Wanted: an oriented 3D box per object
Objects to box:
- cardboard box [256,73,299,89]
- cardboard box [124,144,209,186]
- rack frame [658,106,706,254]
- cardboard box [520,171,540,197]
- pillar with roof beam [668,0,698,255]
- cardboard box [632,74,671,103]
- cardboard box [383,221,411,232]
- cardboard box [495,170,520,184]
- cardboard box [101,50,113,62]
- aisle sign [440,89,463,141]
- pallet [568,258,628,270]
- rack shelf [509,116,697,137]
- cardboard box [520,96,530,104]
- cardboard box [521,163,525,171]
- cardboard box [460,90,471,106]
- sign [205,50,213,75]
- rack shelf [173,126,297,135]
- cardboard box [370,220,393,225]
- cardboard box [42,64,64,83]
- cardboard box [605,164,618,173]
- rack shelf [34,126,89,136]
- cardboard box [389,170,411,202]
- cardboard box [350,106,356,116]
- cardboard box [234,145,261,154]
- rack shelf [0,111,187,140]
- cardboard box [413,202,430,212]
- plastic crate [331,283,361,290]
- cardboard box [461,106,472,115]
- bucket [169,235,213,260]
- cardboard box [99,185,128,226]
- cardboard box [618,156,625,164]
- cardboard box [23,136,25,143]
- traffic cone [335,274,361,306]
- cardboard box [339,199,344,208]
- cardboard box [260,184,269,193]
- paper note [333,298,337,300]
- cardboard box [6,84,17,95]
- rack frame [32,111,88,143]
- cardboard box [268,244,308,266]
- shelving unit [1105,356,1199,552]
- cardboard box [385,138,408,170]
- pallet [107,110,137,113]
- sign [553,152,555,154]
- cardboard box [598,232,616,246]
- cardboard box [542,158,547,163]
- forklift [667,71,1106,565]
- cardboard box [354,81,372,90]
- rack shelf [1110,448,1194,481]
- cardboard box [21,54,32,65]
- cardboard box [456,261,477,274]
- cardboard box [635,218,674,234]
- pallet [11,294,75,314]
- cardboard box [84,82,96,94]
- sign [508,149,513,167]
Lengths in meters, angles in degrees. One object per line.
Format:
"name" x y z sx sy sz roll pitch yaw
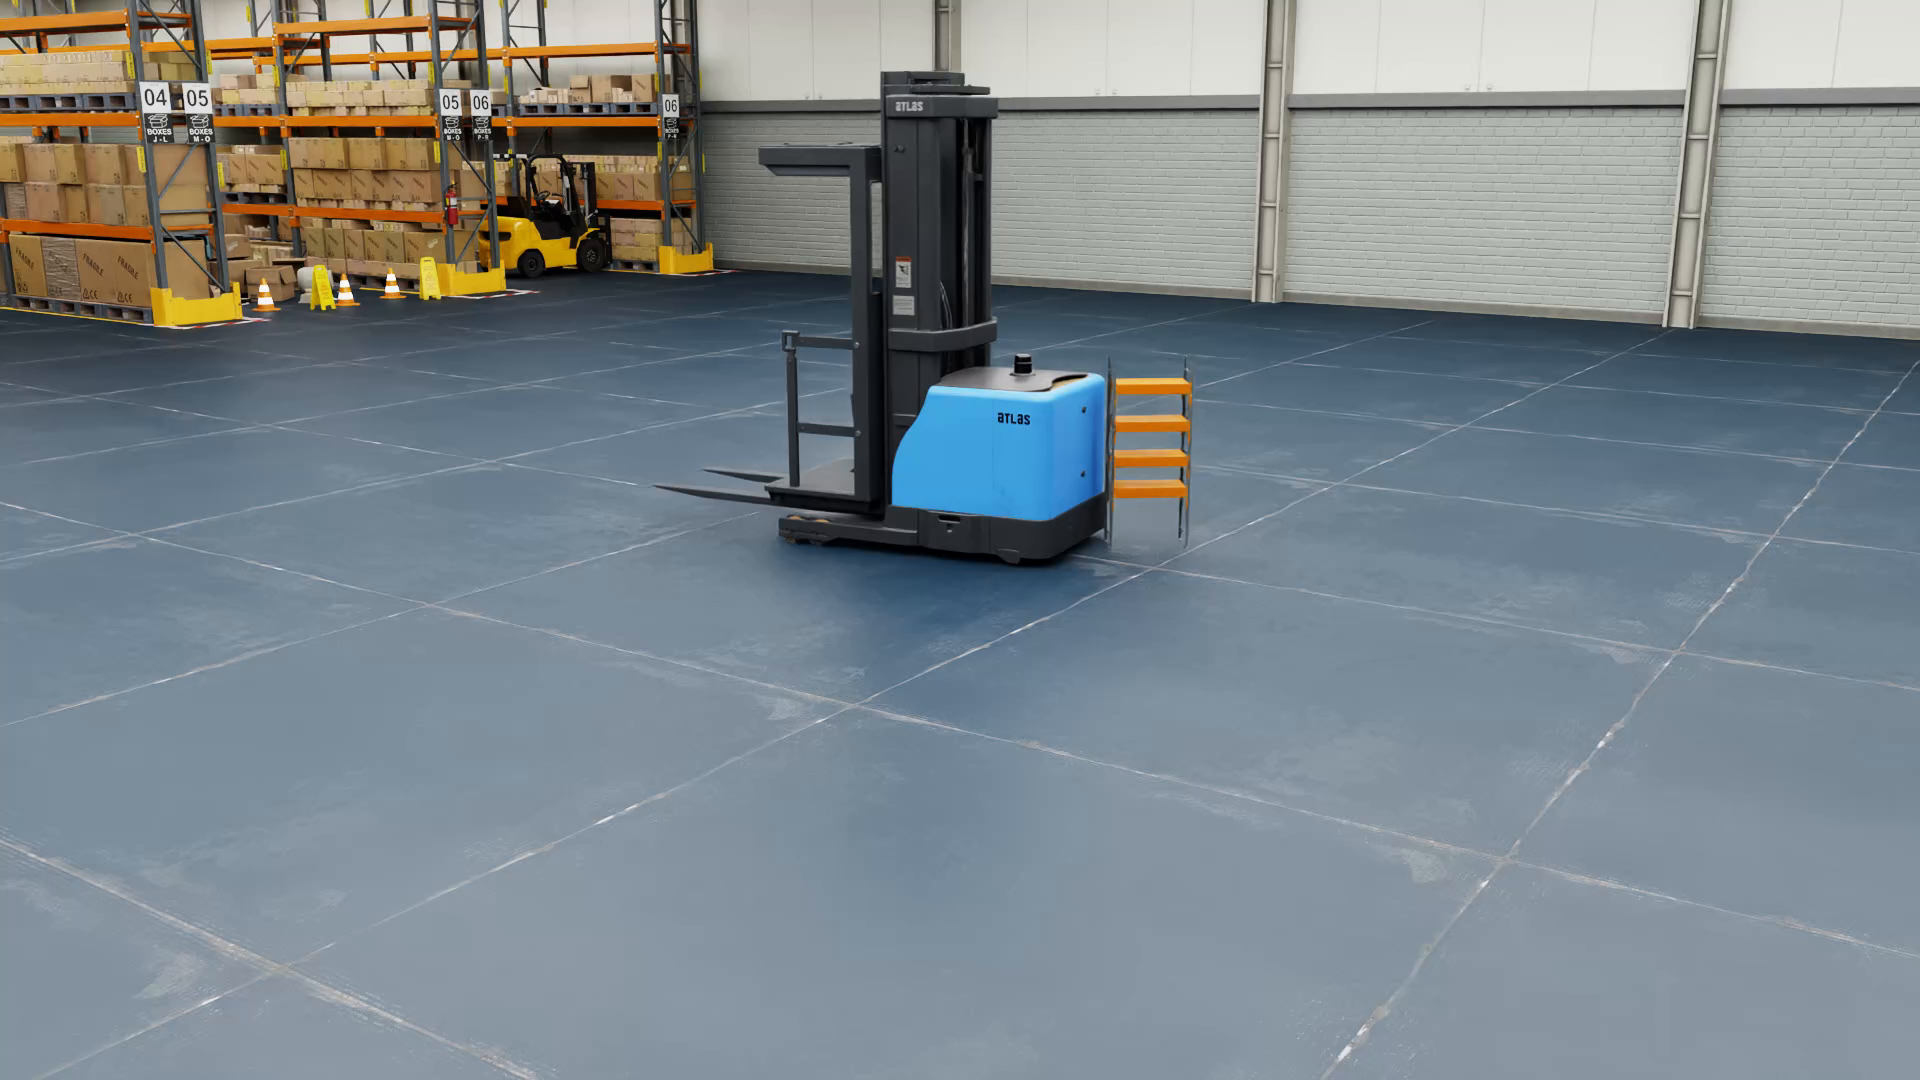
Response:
"cardboard box" -11.767 -7.910 28.690 0.500 0.250 0.500 10 17 34
"cardboard box" -10.861 -5.145 22.807 0.550 0.550 0.875 9 17 33
"rack frame" -5.129 -6.482 30.765 0.127 3.000 1.000 9 17 33
"cardboard box" -8.226 -6.955 32.469 0.500 0.500 0.500 9 16 31
"pillar with roof beam" -7.607 -8.809 27.680 0.400 9.000 9.100 9 17 33
"cardboard box" -5.632 -8.249 30.373 0.500 0.500 0.500 10 17 35
"cardboard box" -9.256 -5.165 27.384 0.250 0.149 0.380 10 17 34
"cardboard box" -8.998 -7.203 32.950 0.500 0.250 0.500 9 16 32
"cardboard box" -11.250 -6.476 22.280 0.250 0.149 0.380 9 17 33
"aisle sign" -8.007 -6.687 26.185 0.004 0.787 0.394 9 17 33
"pallet" -6.795 -5.386 32.142 1.213 0.211 1.003 9 17 33
"rack shelf" -6.789 -7.857 31.574 4.000 0.370 1.077 9 17 33
"cardboard box" -8.245 -8.484 32.051 0.250 0.149 0.380 10 17 34
"cardboard box" -8.331 -7.286 32.457 0.250 0.149 0.380 9 16 32
"cardboard box" -8.165 -7.140 26.874 0.500 0.250 0.500 9 16 32
"sign" -10.260 -6.520 22.692 0.005 0.325 0.100 9 17 33
"rack shelf" -16.746 -9.466 38.075 4.000 0.370 1.077 9 17 33
"cardboard box" -12.238 -6.559 35.405 0.500 0.500 0.500 10 17 34
"cardboard box" -12.386 -6.483 23.140 0.500 0.250 0.500 9 17 33
"cardboard box" -6.430 -6.973 31.192 0.250 0.149 0.380 9 16 31
"rack shelf" -16.194 -7.939 31.908 4.000 0.370 1.077 9 17 33
"cardboard box" -8.913 -5.770 27.064 0.500 0.500 0.500 9 17 33
"cardboard box" -9.812 -7.064 27.398 0.250 0.149 0.380 9 17 33
"cardboard box" -12.544 -6.878 29.316 0.250 0.149 0.380 8 16 30
"rack shelf" -12.235 -5.866 23.532 4.000 0.370 1.077 9 17 33
"cardboard box" -8.598 -5.389 26.873 0.250 0.149 0.380 9 16 32
"plastic crate" -10.370 -4.237 27.772 0.583 0.080 0.402 3 14 14
"cardboard box" -7.990 -6.935 26.876 0.250 0.149 0.380 9 17 33
"bucket" -12.495 -4.618 26.884 0.726 0.611 0.620 -10 7 -35
"cardboard box" -11.377 -4.674 23.150 0.550 0.550 0.875 9 17 33
"cardboard box" -6.163 -7.100 31.087 0.250 0.149 0.380 9 17 33
"cardboard box" -18.445 -7.984 33.196 0.250 0.149 0.380 10 17 34
"traffic cone" -9.310 -3.794 25.185 0.334 0.463 0.336 9 17 33
"cardboard box" -10.233 -5.677 28.037 0.250 0.149 0.380 9 17 33
"cardboard box" -12.005 -6.163 29.125 0.250 0.149 0.380 9 16 31
"paper note" -9.792 -3.780 26.030 0.142 0.019 0.148 3 14 14
"cardboard box" -13.360 -6.429 23.751 0.250 0.149 0.380 9 17 33
"rack frame" -17.854 -7.101 33.266 0.127 3.000 1.000 9 17 33
"cardboard box" -11.652 -5.026 29.479 0.625 0.372 0.950 9 17 34
"shelving unit" 1.211 -0.545 10.519 0.503 1.200 0.258 -3 15 -12
"cardboard box" -8.858 -6.264 26.978 0.500 0.500 0.700 9 17 33
"pallet" -15.098 -8.005 31.067 1.003 0.211 1.213 10 17 35
"sign" -8.140 -7.588 33.266 0.005 0.325 0.100 9 17 33
"cardboard box" -6.558 -5.731 31.540 0.500 0.250 0.500 9 16 32
"cardboard box" -7.865 -7.375 32.195 0.250 0.149 0.380 9 16 32
"forklift" -0.582 -1.511 10.826 3.031 2.935 1.130 8 16 30
"cardboard box" -9.633 -7.398 27.088 0.250 0.149 0.380 10 17 34
"rack shelf" 1.211 -0.480 10.536 0.480 0.148 0.258 -3 15 -12
"cardboard box" -12.935 -6.748 23.380 0.250 0.149 0.380 9 17 33
"cardboard box" -8.411 -4.524 27.704 0.500 0.250 0.500 9 17 32
"cardboard box" -5.685 -5.836 30.923 0.500 0.250 0.500 10 17 35
"pallet" -13.307 -3.556 24.750 1.213 0.211 1.003 9 17 33
"cardboard box" -11.672 -6.157 22.651 0.250 0.149 0.380 9 17 33
"sign" -8.743 -7.432 32.360 0.005 0.325 0.100 9 17 33
